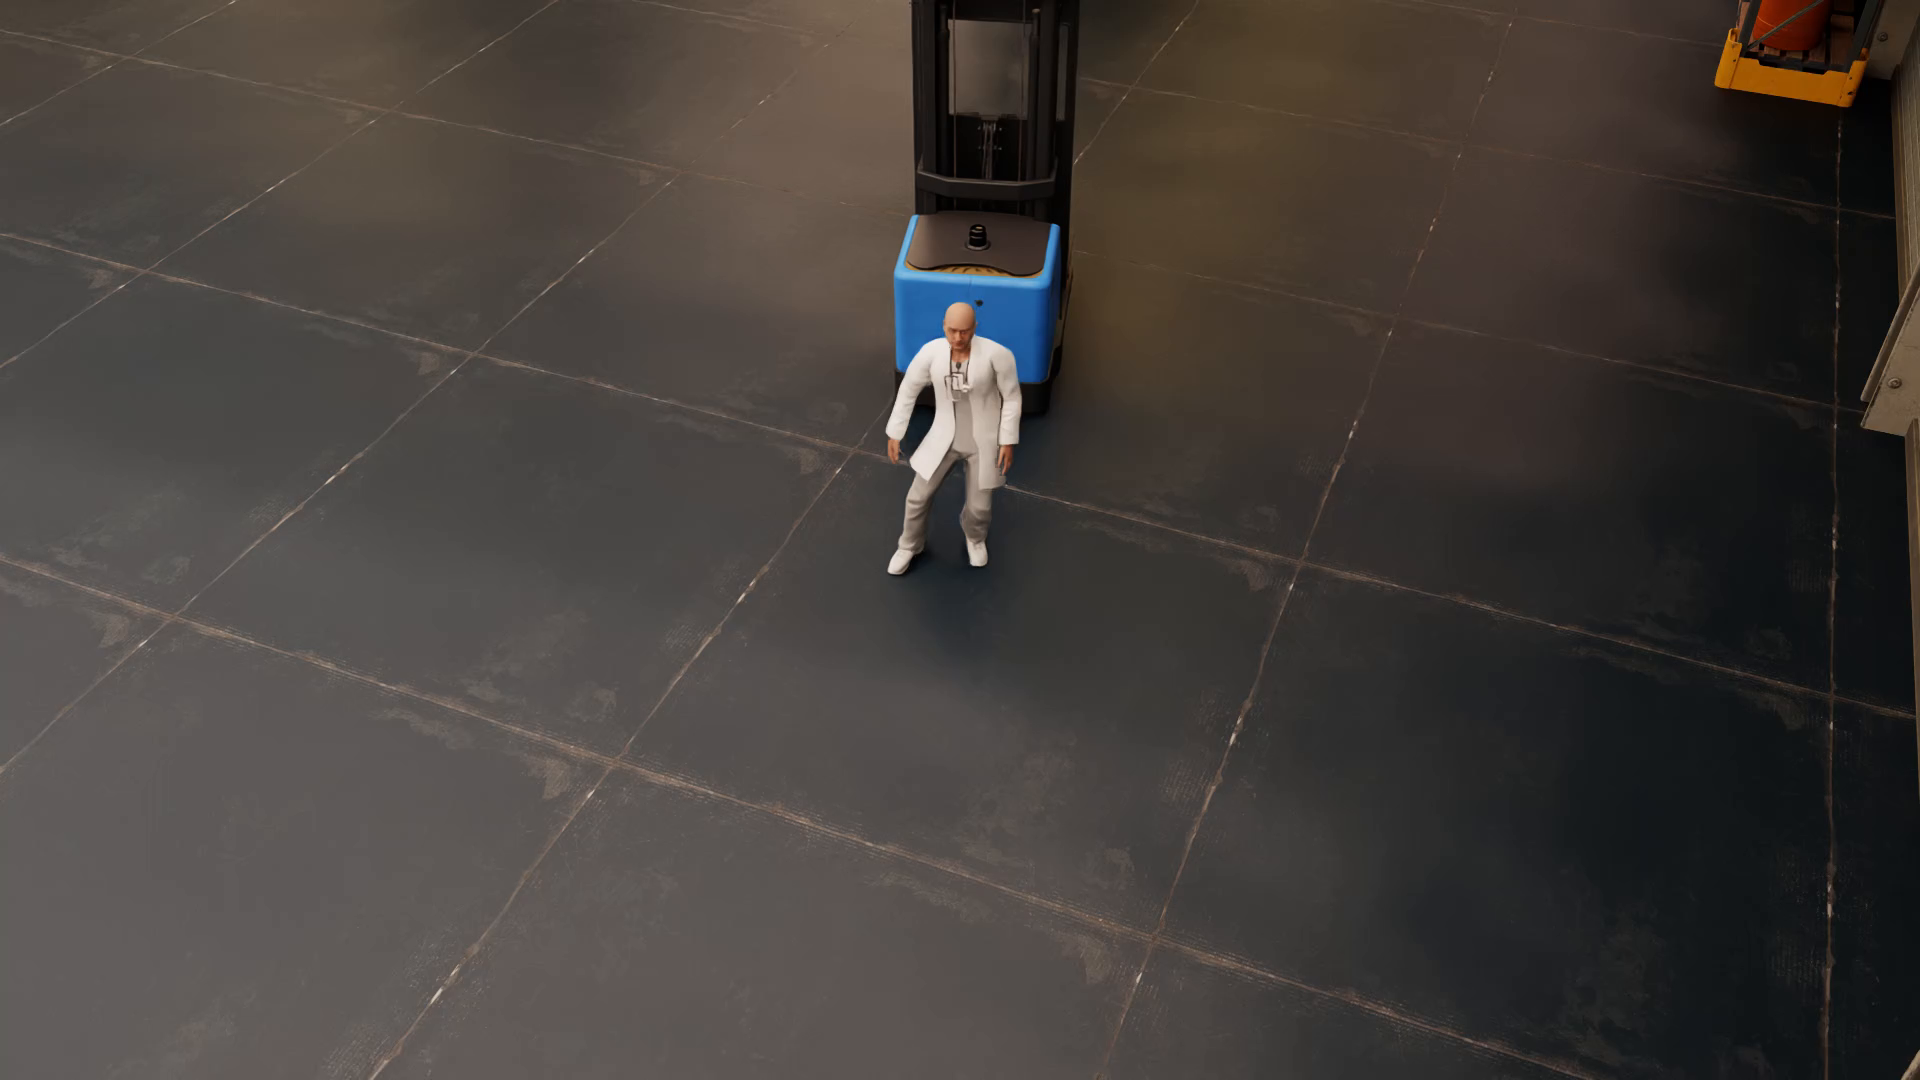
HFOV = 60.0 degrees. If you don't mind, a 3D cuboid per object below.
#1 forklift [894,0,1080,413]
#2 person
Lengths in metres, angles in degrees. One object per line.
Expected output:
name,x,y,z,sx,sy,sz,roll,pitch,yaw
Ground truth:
forklift,0.261,-2.920,11.494,1.130,2.935,3.031,5,40,6
person,-0.051,-0.554,9.616,0.795,1.714,0.567,9,41,10
